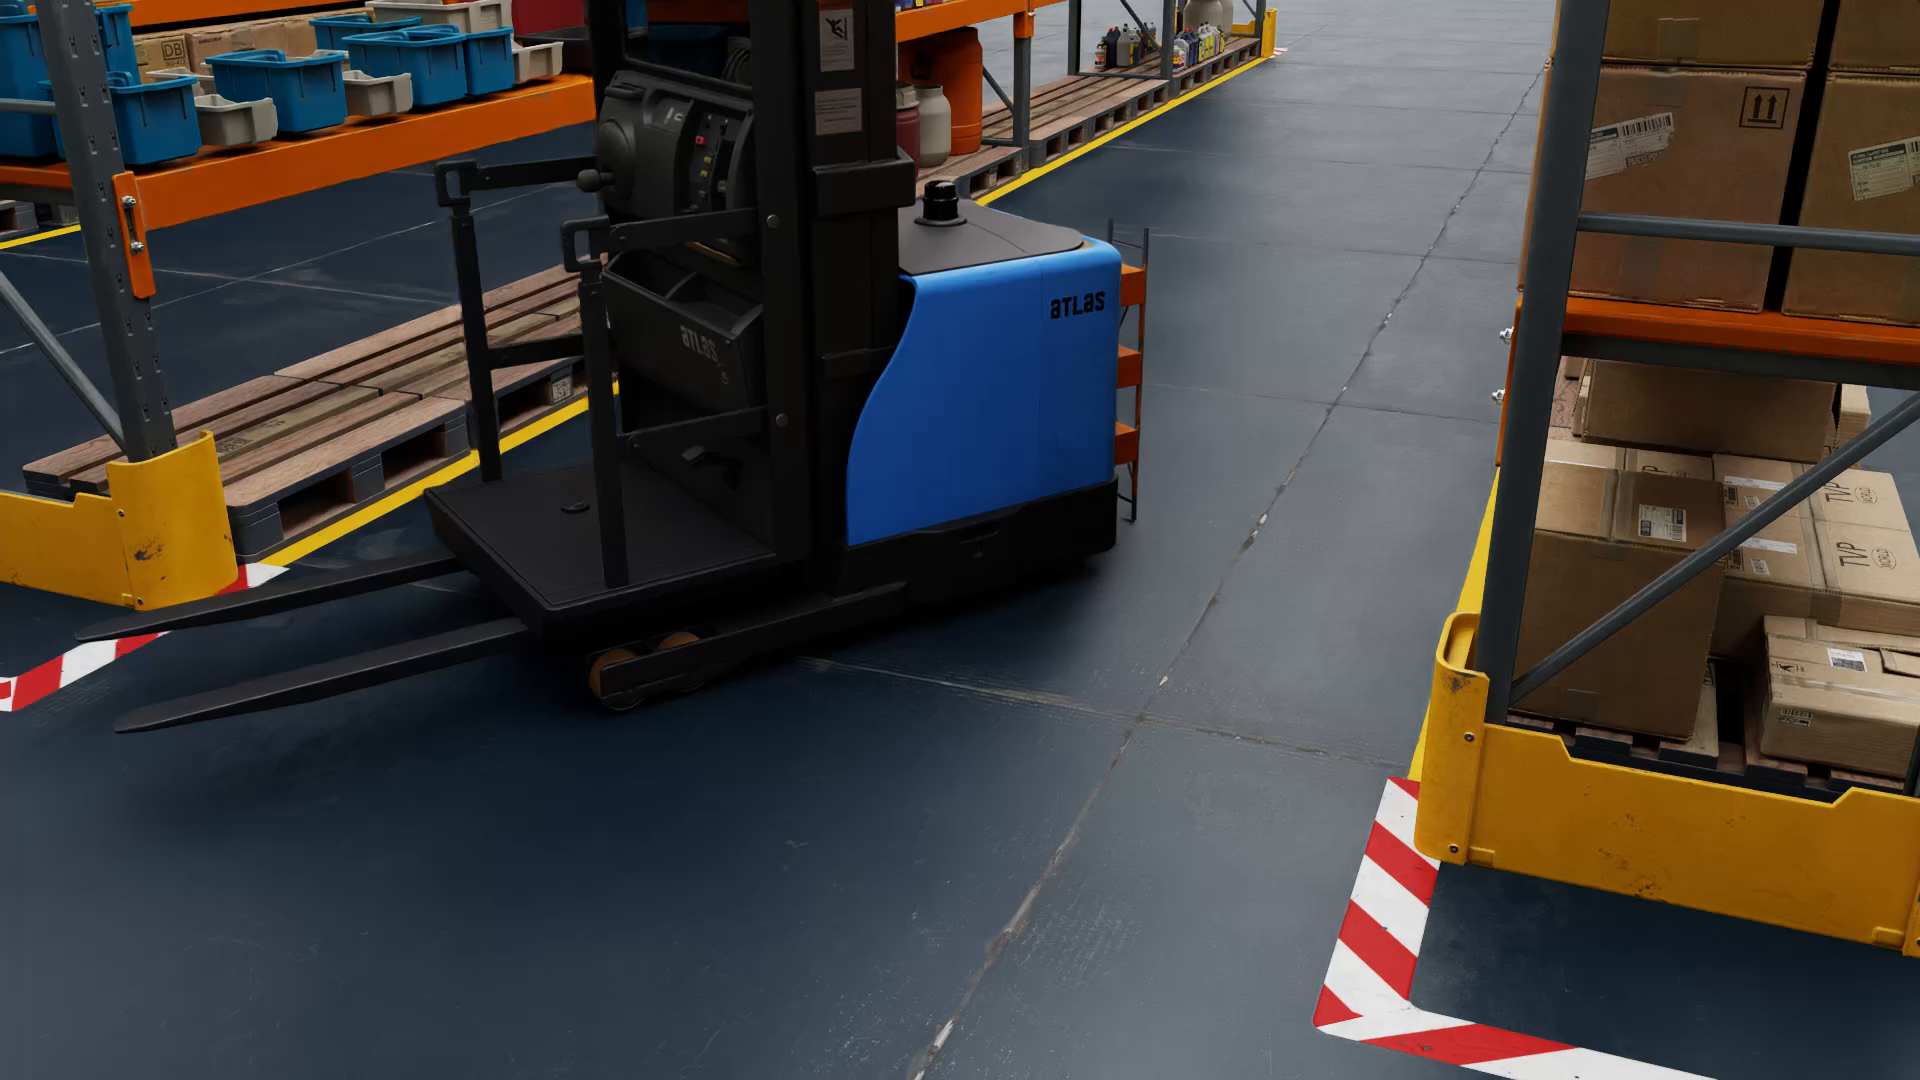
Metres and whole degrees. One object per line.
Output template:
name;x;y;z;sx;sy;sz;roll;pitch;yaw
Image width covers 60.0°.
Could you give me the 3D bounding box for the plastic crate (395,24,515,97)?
plastic crate;-1.950;-1.867;6.467;0.416;0.233;0.300;9;24;20

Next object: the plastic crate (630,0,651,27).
plastic crate;-1.319;-2.532;7.864;0.392;0.384;0.575;9;24;20

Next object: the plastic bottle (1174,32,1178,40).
plastic bottle;2.060;-4.822;16.267;0.144;0.351;0.185;9;24;20

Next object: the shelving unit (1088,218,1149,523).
shelving unit;0.464;-0.550;5.705;0.252;1.050;0.215;-15;27;-32

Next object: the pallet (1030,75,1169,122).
pallet;1.254;-4.018;15.094;1.003;0.211;1.213;9;24;20

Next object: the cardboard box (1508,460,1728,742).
cardboard box;1.623;0.134;4.209;0.500;0.500;0.500;9;24;20

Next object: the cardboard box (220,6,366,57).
cardboard box;-5.189;-3.520;12.497;1.225;0.875;0.875;9;24;20

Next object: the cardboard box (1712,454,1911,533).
cardboard box;2.486;-0.032;4.932;0.500;0.250;0.500;9;24;20

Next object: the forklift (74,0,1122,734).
forklift;-0.988;-1.111;4.607;3.031;2.935;1.130;-15;27;-31

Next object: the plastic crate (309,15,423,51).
plastic crate;-2.423;-2.019;6.830;0.416;0.233;0.300;9;24;20

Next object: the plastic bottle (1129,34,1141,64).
plastic bottle;1.699;-4.865;16.469;0.152;0.276;0.135;9;24;20

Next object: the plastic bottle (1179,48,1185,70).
plastic bottle;2.110;-4.627;15.995;0.097;0.201;0.097;0;23;0

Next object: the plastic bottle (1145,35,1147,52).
plastic bottle;1.905;-5.239;17.371;0.097;0.271;0.097;0;23;0

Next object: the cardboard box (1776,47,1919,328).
cardboard box;2.059;-0.753;3.532;0.500;0.500;0.500;9;24;21

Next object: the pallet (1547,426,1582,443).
pallet;2.428;-0.047;5.589;1.003;0.211;1.213;9;24;20

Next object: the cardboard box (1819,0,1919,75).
cardboard box;2.059;-1.215;3.339;0.500;0.500;0.500;10;25;22

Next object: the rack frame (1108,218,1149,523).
rack frame;0.564;-0.577;5.769;0.008;1.050;0.200;-15;27;-32

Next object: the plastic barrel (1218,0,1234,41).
plastic barrel;2.821;-5.822;18.478;0.421;0.512;0.421;0;23;0

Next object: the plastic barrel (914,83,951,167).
plastic barrel;-0.269;-2.813;11.275;0.421;0.512;0.421;0;23;0

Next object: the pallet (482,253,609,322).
pallet;-1.700;-1.173;8.283;1.003;0.211;1.213;9;24;20

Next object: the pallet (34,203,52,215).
pallet;-5.844;-2.437;11.311;1.003;0.211;1.213;9;24;20

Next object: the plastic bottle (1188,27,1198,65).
plastic bottle;2.264;-4.869;16.380;0.144;0.351;0.185;8;24;18

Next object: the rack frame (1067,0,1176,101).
rack frame;1.509;-5.591;15.243;1.000;3.000;0.127;9;24;20

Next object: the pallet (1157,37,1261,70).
pallet;2.704;-5.412;18.432;1.003;0.211;1.213;9;24;20

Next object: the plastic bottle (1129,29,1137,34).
plastic bottle;1.736;-5.051;16.913;0.152;0.276;0.135;9;24;21

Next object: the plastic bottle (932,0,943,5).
plastic bottle;-0.155;-3.491;10.367;0.061;0.283;0.133;9;24;20

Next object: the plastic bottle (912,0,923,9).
plastic bottle;-0.274;-3.377;10.094;0.061;0.283;0.133;9;24;20

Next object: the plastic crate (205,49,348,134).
plastic crate;-2.306;-1.524;5.646;0.416;0.233;0.300;9;24;20

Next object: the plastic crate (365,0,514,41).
plastic crate;-2.201;-2.181;7.155;0.437;0.282;0.530;9;24;20

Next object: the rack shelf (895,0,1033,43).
rack shelf;-0.720;-3.112;10.241;1.077;0.370;4.000;9;24;20

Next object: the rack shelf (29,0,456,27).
rack shelf;-5.318;-3.821;11.939;1.077;0.370;4.000;9;24;20

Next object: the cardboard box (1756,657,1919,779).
cardboard box;2.124;0.426;3.967;0.380;0.149;0.250;9;24;20

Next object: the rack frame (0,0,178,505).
rack frame;-2.948;-1.297;4.962;1.000;3.000;0.127;9;24;20

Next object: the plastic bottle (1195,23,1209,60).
plastic bottle;2.422;-5.021;16.744;0.144;0.351;0.185;9;24;20

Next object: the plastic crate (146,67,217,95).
plastic crate;-2.692;-1.622;6.006;0.396;0.136;0.243;9;24;20

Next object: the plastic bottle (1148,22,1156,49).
plastic bottle;2.032;-5.362;17.664;0.097;0.271;0.097;0;23;0

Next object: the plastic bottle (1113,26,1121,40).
plastic bottle;1.552;-4.912;16.484;0.144;0.351;0.185;8;24;17

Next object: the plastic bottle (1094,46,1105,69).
plastic bottle;1.355;-4.677;16.115;0.097;0.201;0.097;0;23;0

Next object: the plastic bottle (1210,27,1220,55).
plastic bottle;2.601;-5.162;17.180;0.152;0.276;0.135;9;24;20

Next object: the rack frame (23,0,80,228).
rack frame;-6.061;-3.437;10.087;1.000;3.000;0.127;9;24;20

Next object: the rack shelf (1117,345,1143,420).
rack shelf;0.464;-0.540;5.709;0.240;0.259;0.215;-15;27;-32

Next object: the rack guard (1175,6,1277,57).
rack guard;3.010;-5.835;19.070;1.175;0.500;0.348;9;24;20

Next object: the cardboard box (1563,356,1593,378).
cardboard box;2.778;-0.861;6.836;0.500;0.311;0.500;9;24;20
